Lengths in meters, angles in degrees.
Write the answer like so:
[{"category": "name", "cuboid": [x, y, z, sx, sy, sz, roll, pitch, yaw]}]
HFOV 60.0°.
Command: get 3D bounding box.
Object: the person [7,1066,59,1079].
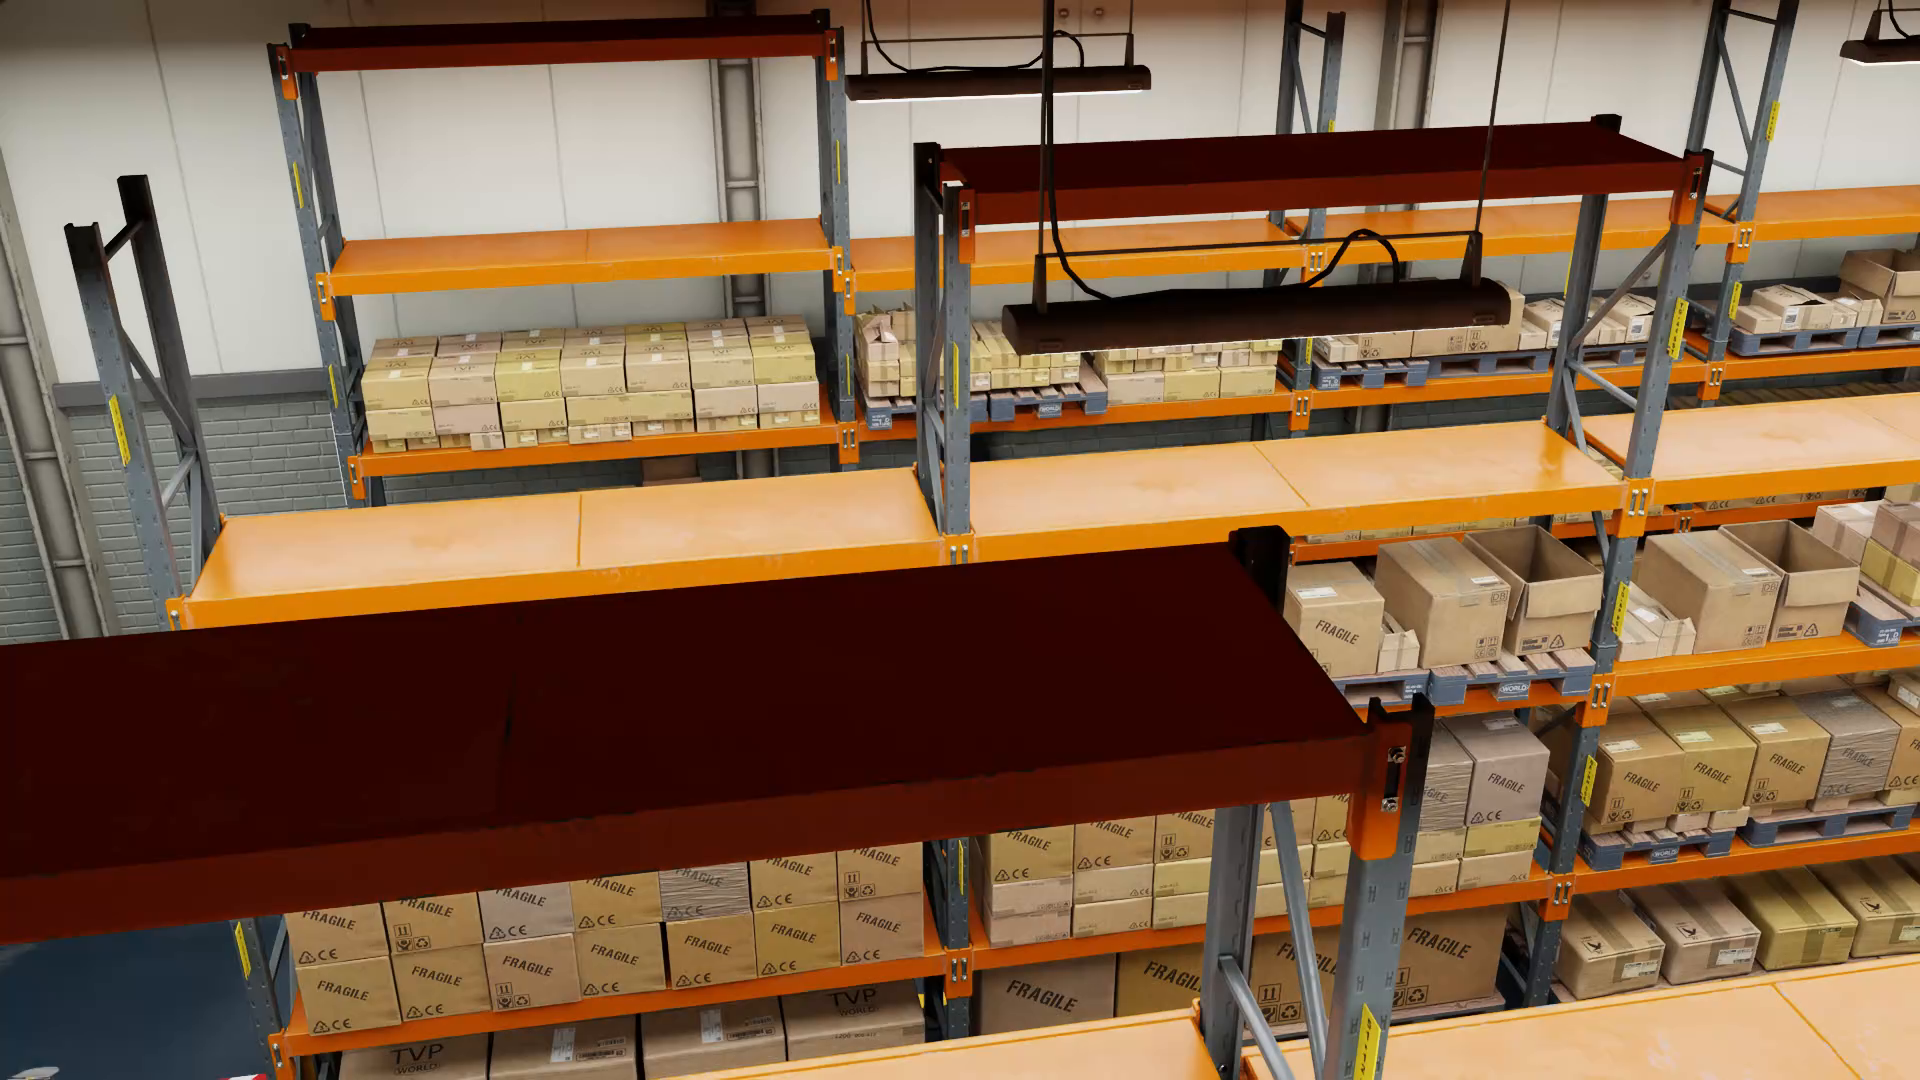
[{"category": "person", "cuboid": [-4.853, 3.529, 9.010, 0.613, 1.677, 0.922, -7, 27, -14]}]
